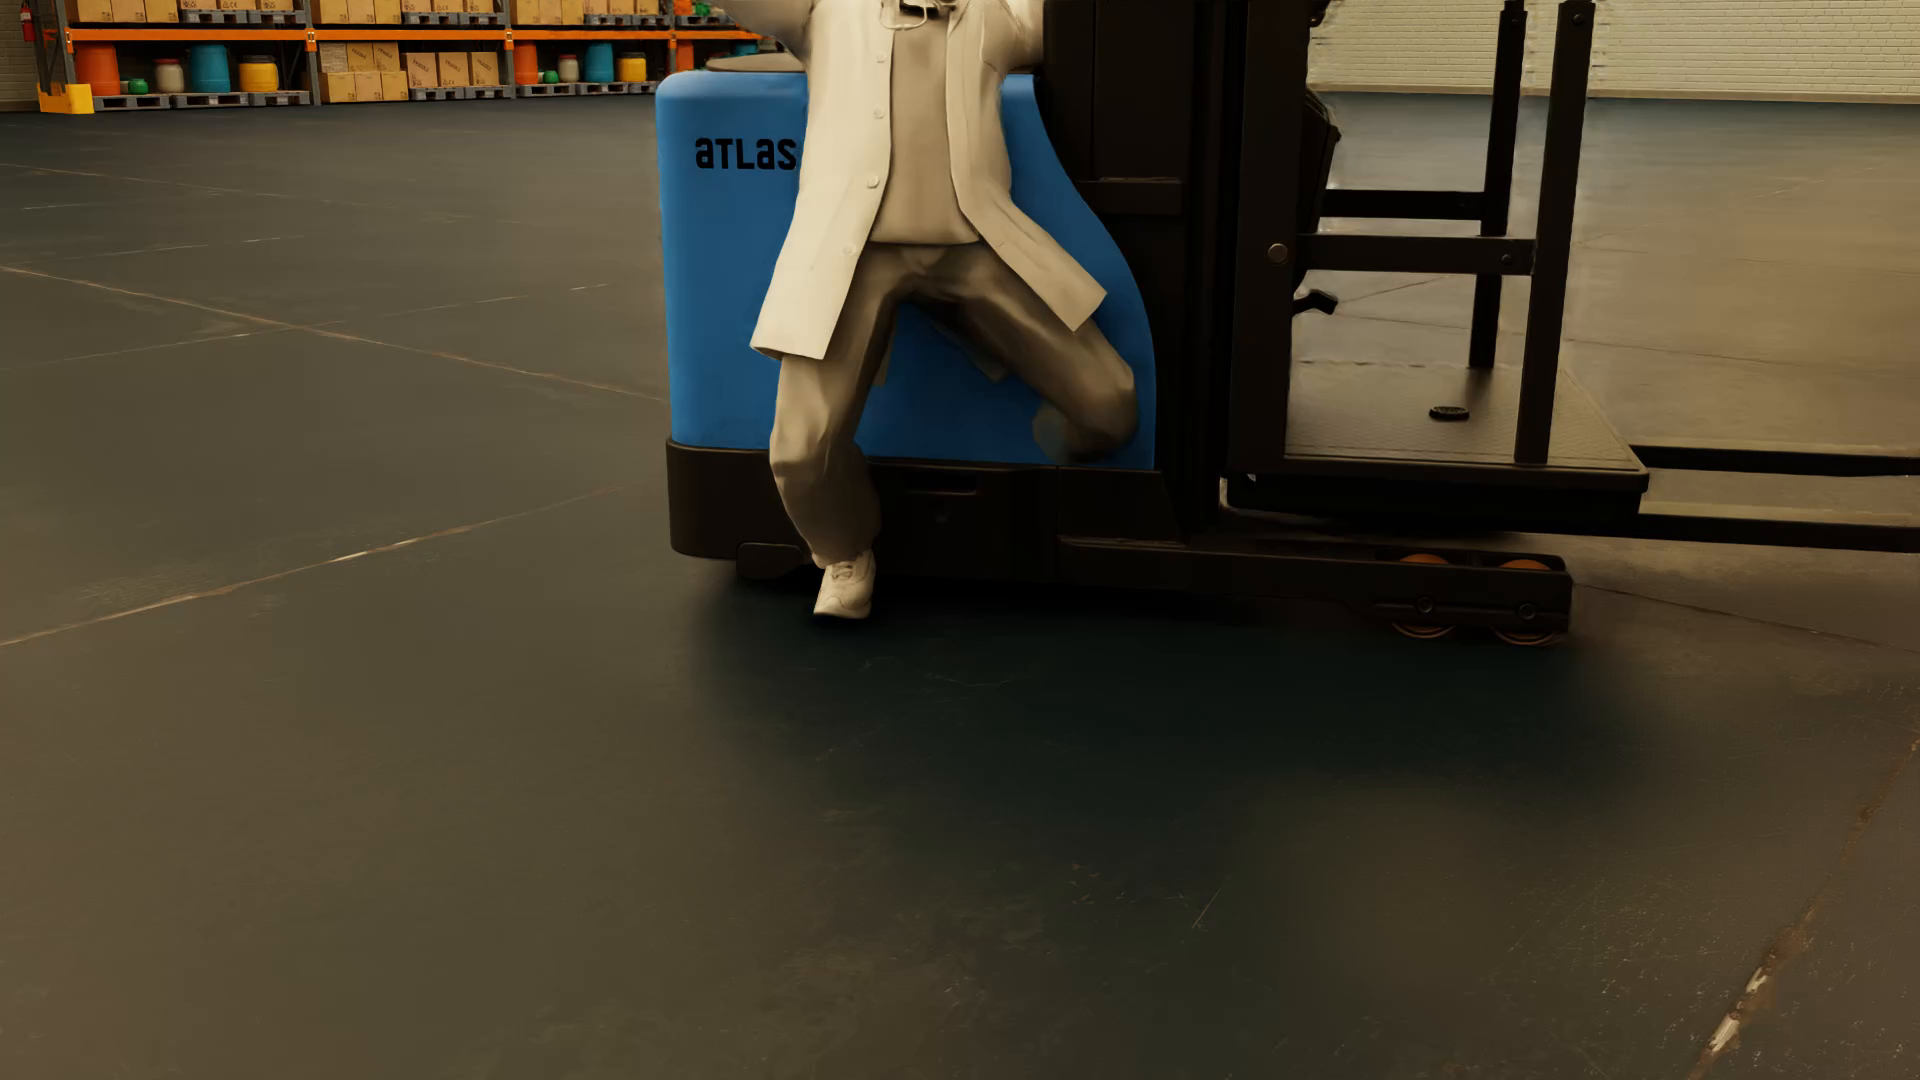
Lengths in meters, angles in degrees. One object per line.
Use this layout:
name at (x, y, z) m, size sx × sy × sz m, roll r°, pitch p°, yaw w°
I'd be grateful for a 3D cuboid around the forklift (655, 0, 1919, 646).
forklift at (0.934, -1.363, 3.387) m, size 3.031 × 2.935 × 1.130 m, roll 3°, pitch 17°, yaw 11°

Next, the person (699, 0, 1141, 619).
person at (-0.195, -0.675, 3.228) m, size 1.094 × 1.694 × 0.711 m, roll -4°, pitch 17°, yaw -14°
